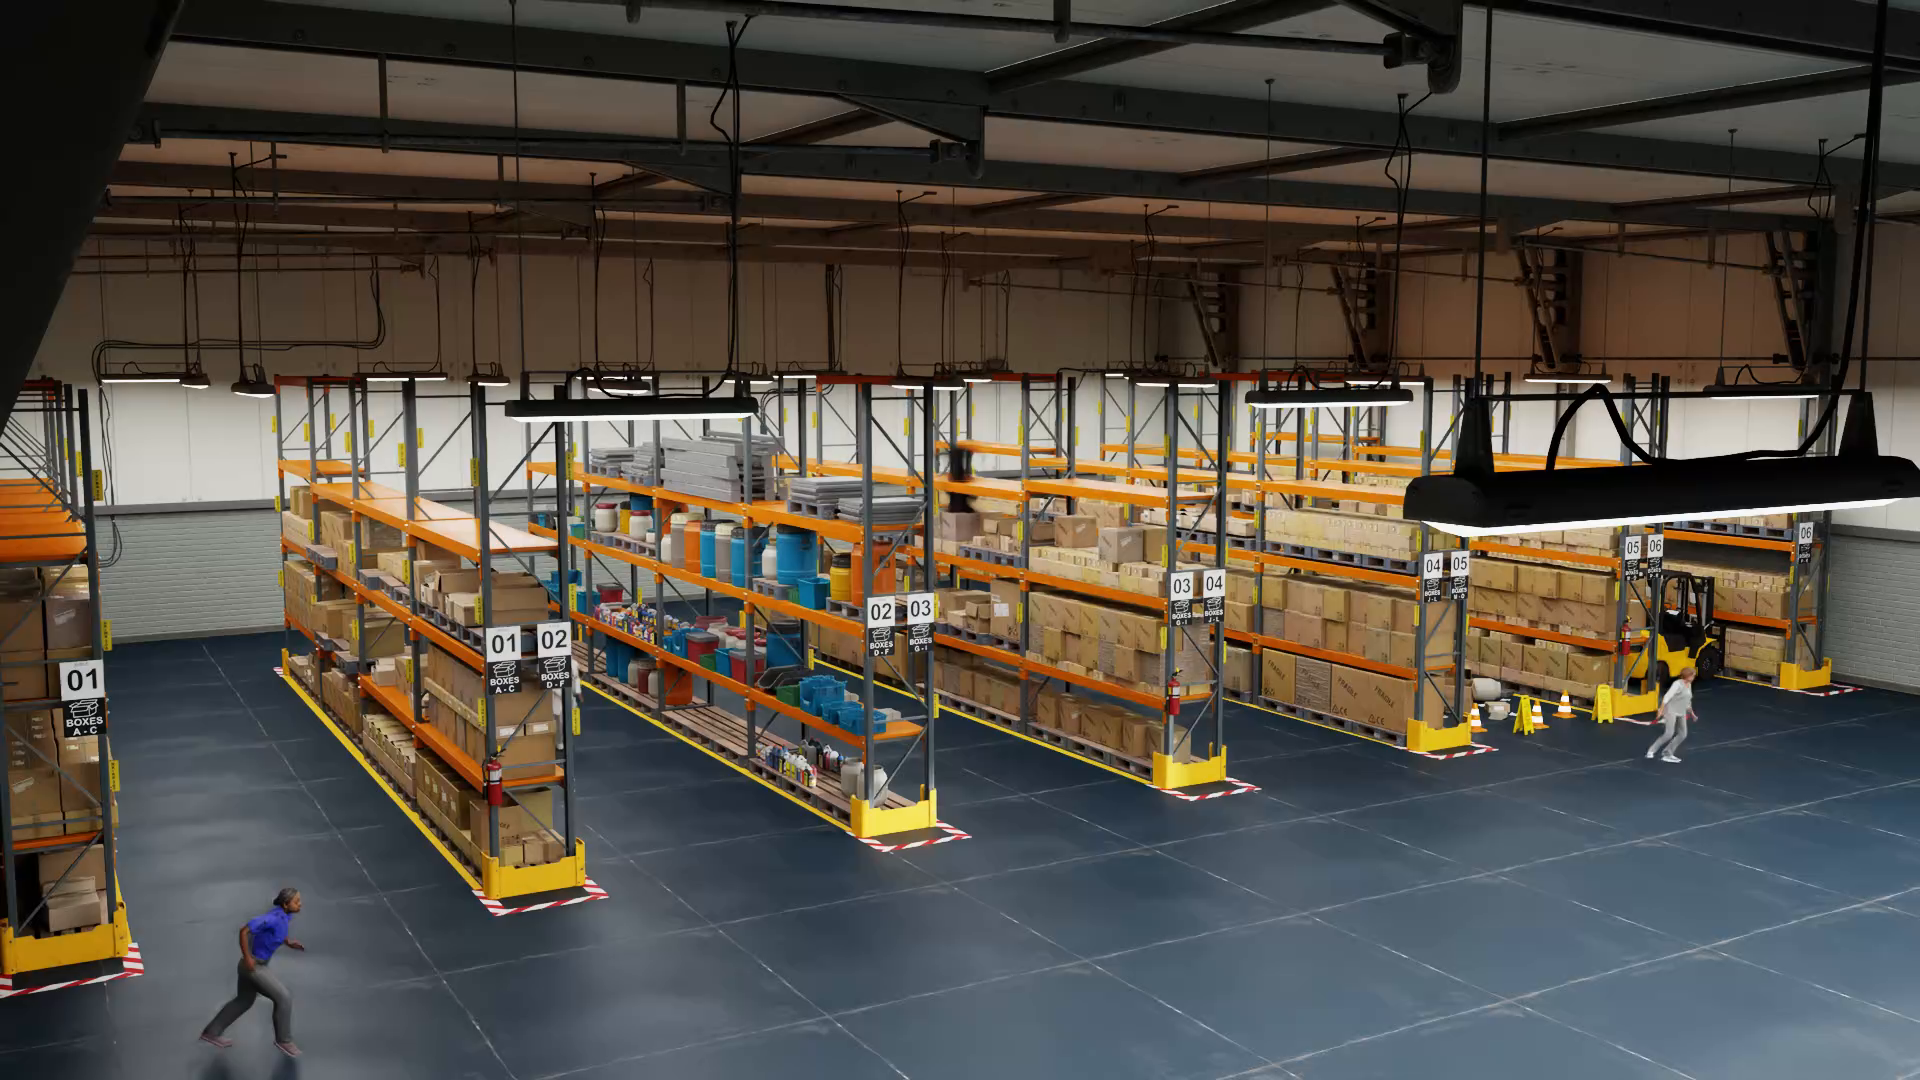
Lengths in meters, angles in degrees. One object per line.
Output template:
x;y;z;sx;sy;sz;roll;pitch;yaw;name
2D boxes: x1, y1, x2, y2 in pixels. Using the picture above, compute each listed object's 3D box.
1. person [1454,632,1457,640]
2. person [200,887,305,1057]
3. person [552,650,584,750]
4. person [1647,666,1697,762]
10.755;1.691;35.818;0.634;1.486;0.835;-6;9;-44;person
-6.424;3.948;15.044;0.953;1.603;0.623;-1;6;-5;person
-6.469;2.556;26.900;0.815;1.678;0.685;4;8;34;person
11.159;2.727;26.067;0.664;1.517;0.582;-5;8;-37;person
